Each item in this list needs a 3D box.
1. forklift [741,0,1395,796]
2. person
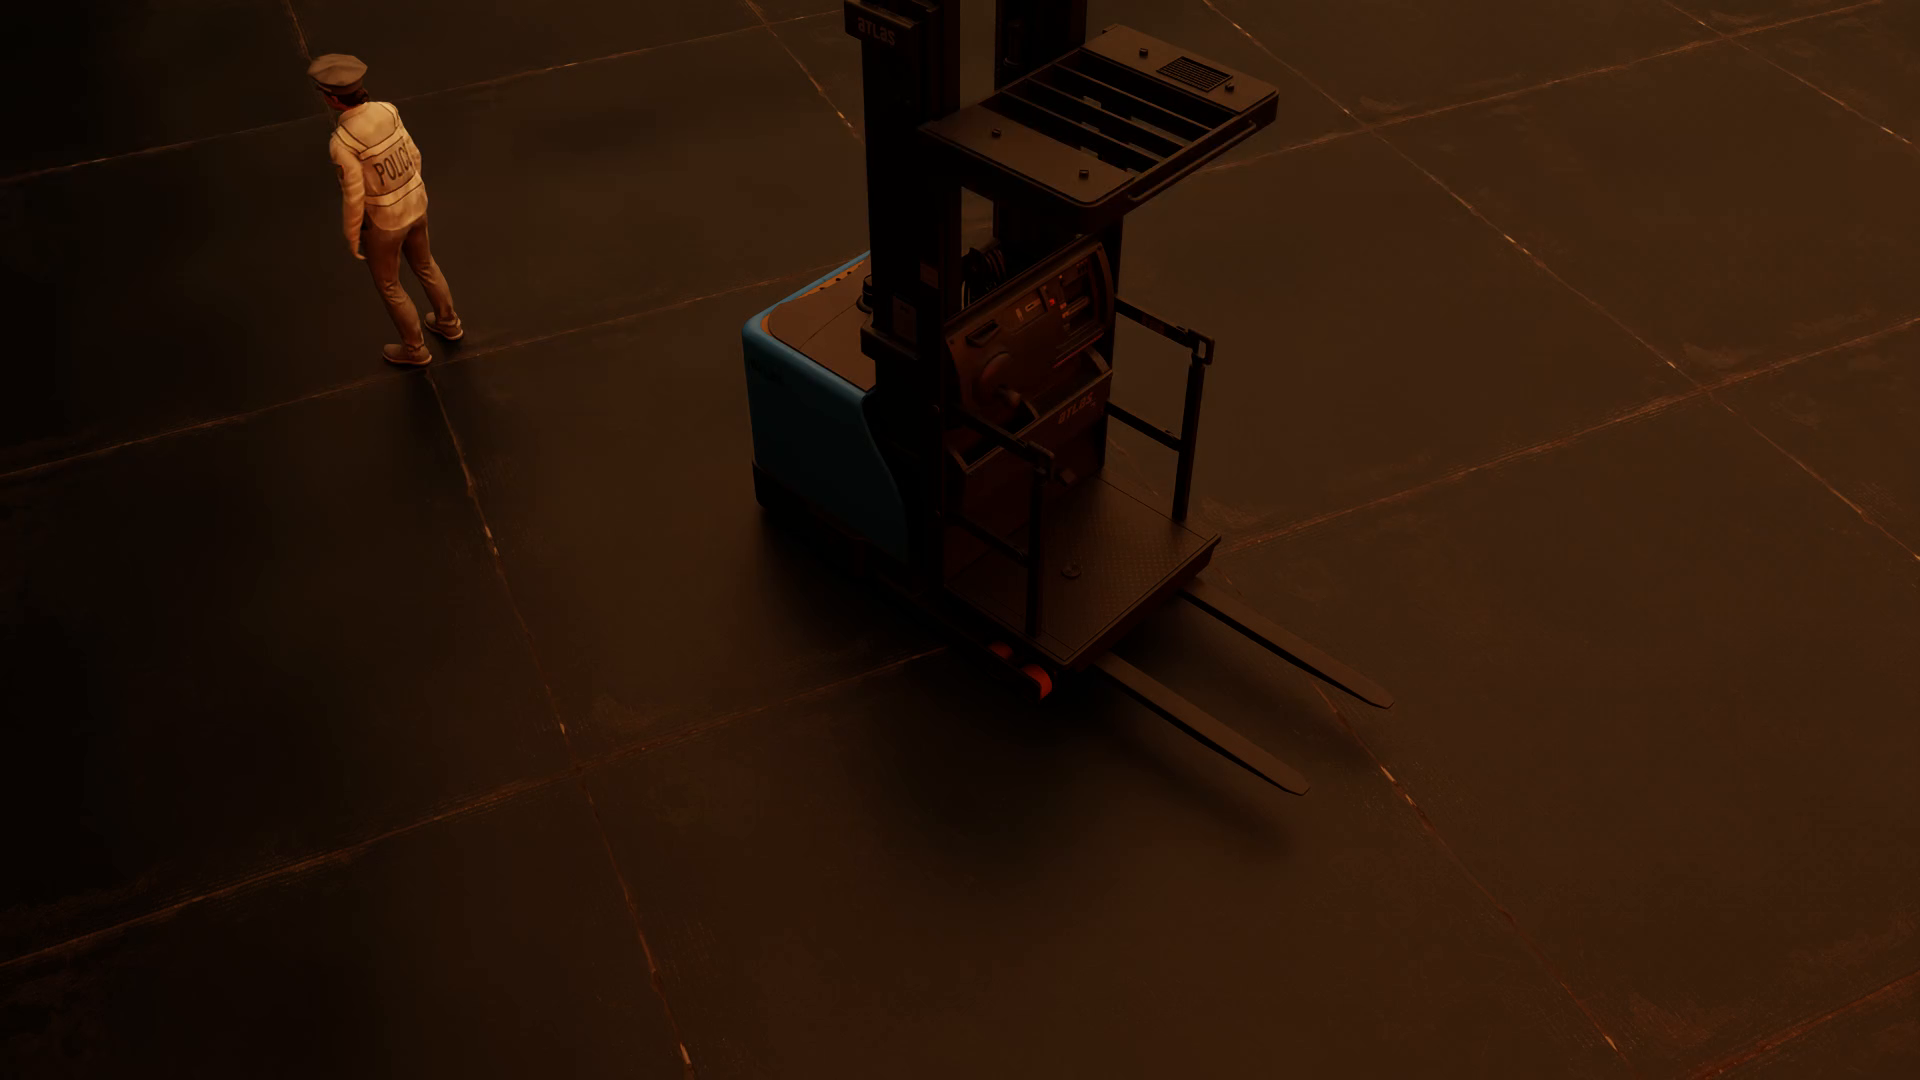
[{"bbox_3d":[0.445,-0.788,6.525,3.031,2.935,1.130,32,52,30],"label":"forklift"},{"bbox_3d":[-2.872,-1.626,8.350,0.369,1.667,0.547,19,46,19],"label":"person"}]
